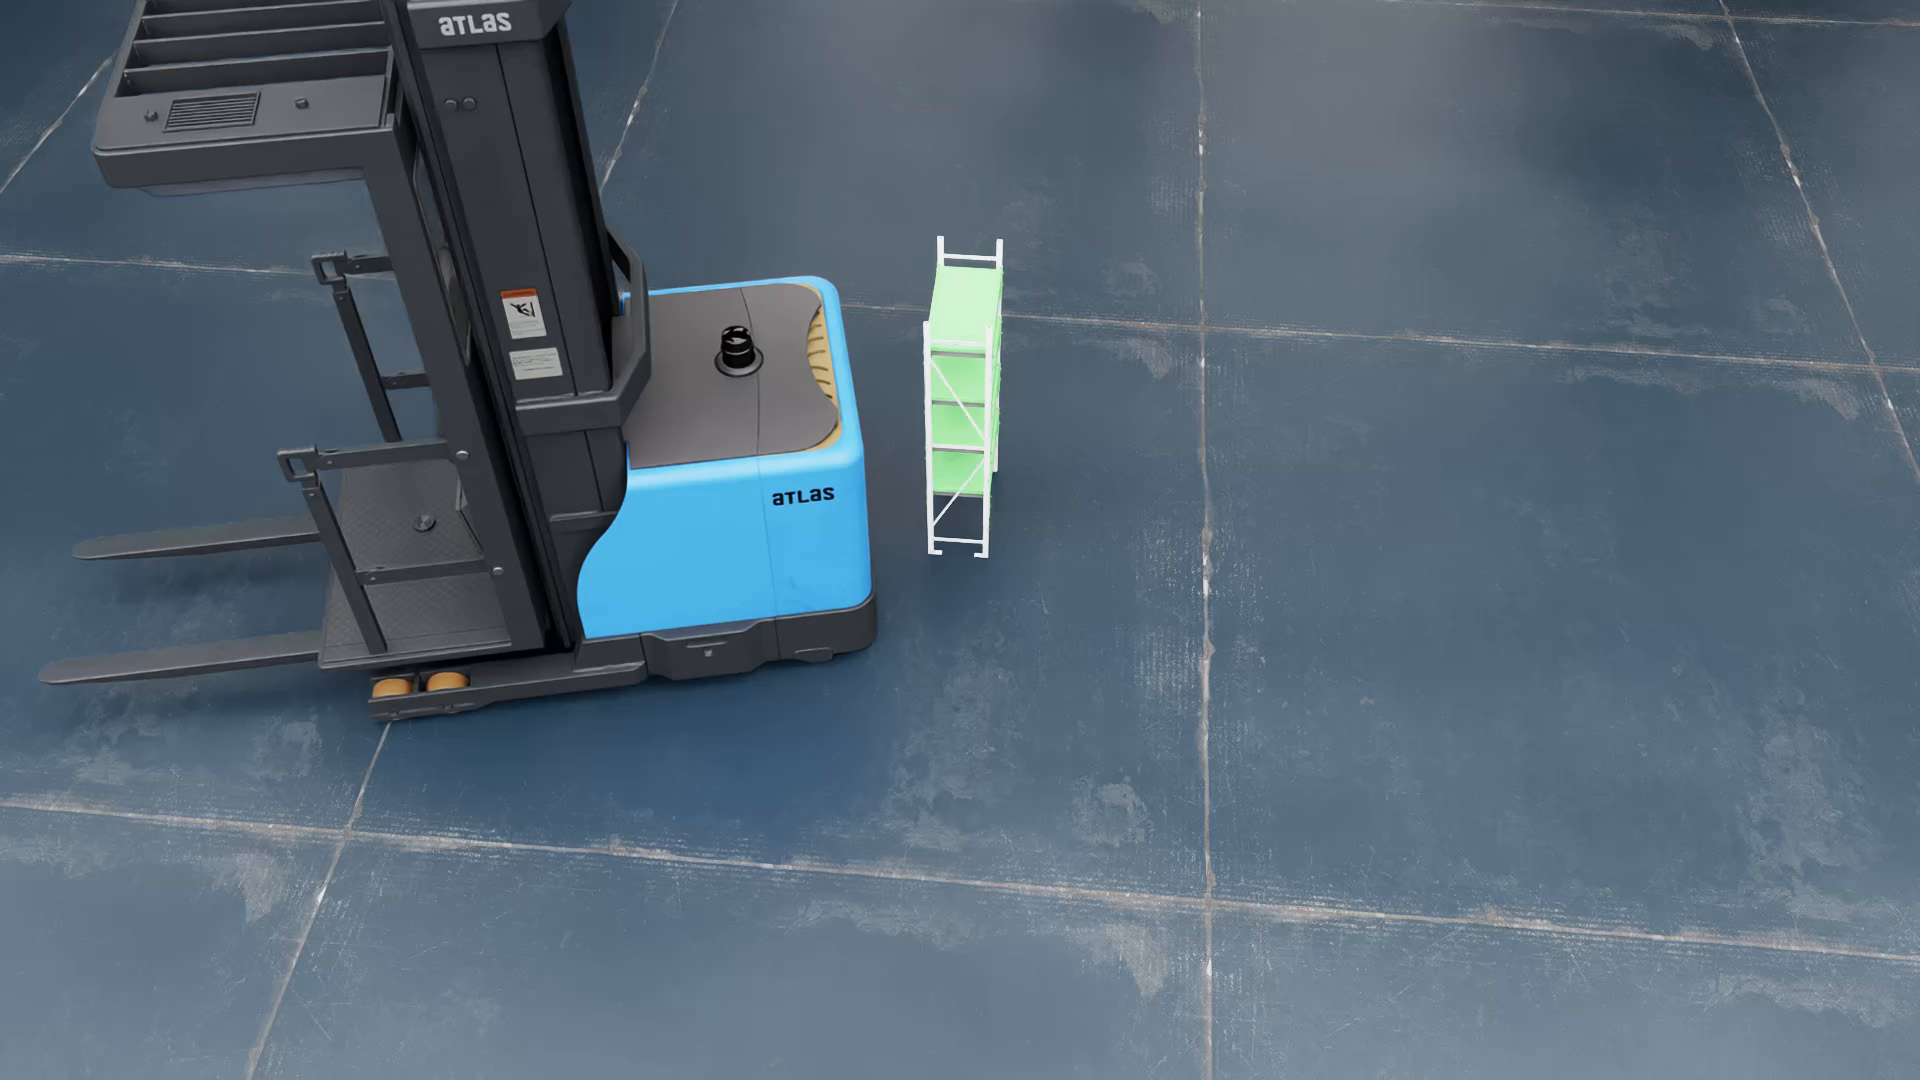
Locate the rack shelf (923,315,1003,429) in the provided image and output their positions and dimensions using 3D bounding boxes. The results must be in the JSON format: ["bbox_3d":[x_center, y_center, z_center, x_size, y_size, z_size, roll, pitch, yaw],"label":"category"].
[{"bbox_3d":[0.015,-0.645,6.289,0.258,0.148,0.480,4,48,4],"label":"rack shelf"}]

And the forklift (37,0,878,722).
[{"bbox_3d":[-1.877,-0.745,5.445,3.031,2.935,1.130,-7,48,-6],"label":"forklift"}]

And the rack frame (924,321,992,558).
[{"bbox_3d":[-0.007,-0.347,6.255,0.240,1.200,0.015,4,48,4],"label":"rack frame"}]

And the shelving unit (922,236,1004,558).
[{"bbox_3d":[0.015,-0.527,6.419,0.258,1.200,0.503,4,48,4],"label":"shelving unit"}]

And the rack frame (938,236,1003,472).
[{"bbox_3d":[0.037,-0.706,6.583,0.240,1.200,0.015,4,48,4],"label":"rack frame"}]

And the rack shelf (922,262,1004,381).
[{"bbox_3d":[0.015,-0.807,6.111,0.258,0.148,0.480,4,48,4],"label":"rack shelf"}]

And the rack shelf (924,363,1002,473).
[{"bbox_3d":[0.015,-0.483,6.466,0.258,0.148,0.480,4,48,4],"label":"rack shelf"}]

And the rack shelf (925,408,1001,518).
[{"bbox_3d":[0.015,-0.321,6.643,0.258,0.148,0.480,4,48,4],"label":"rack shelf"}]
